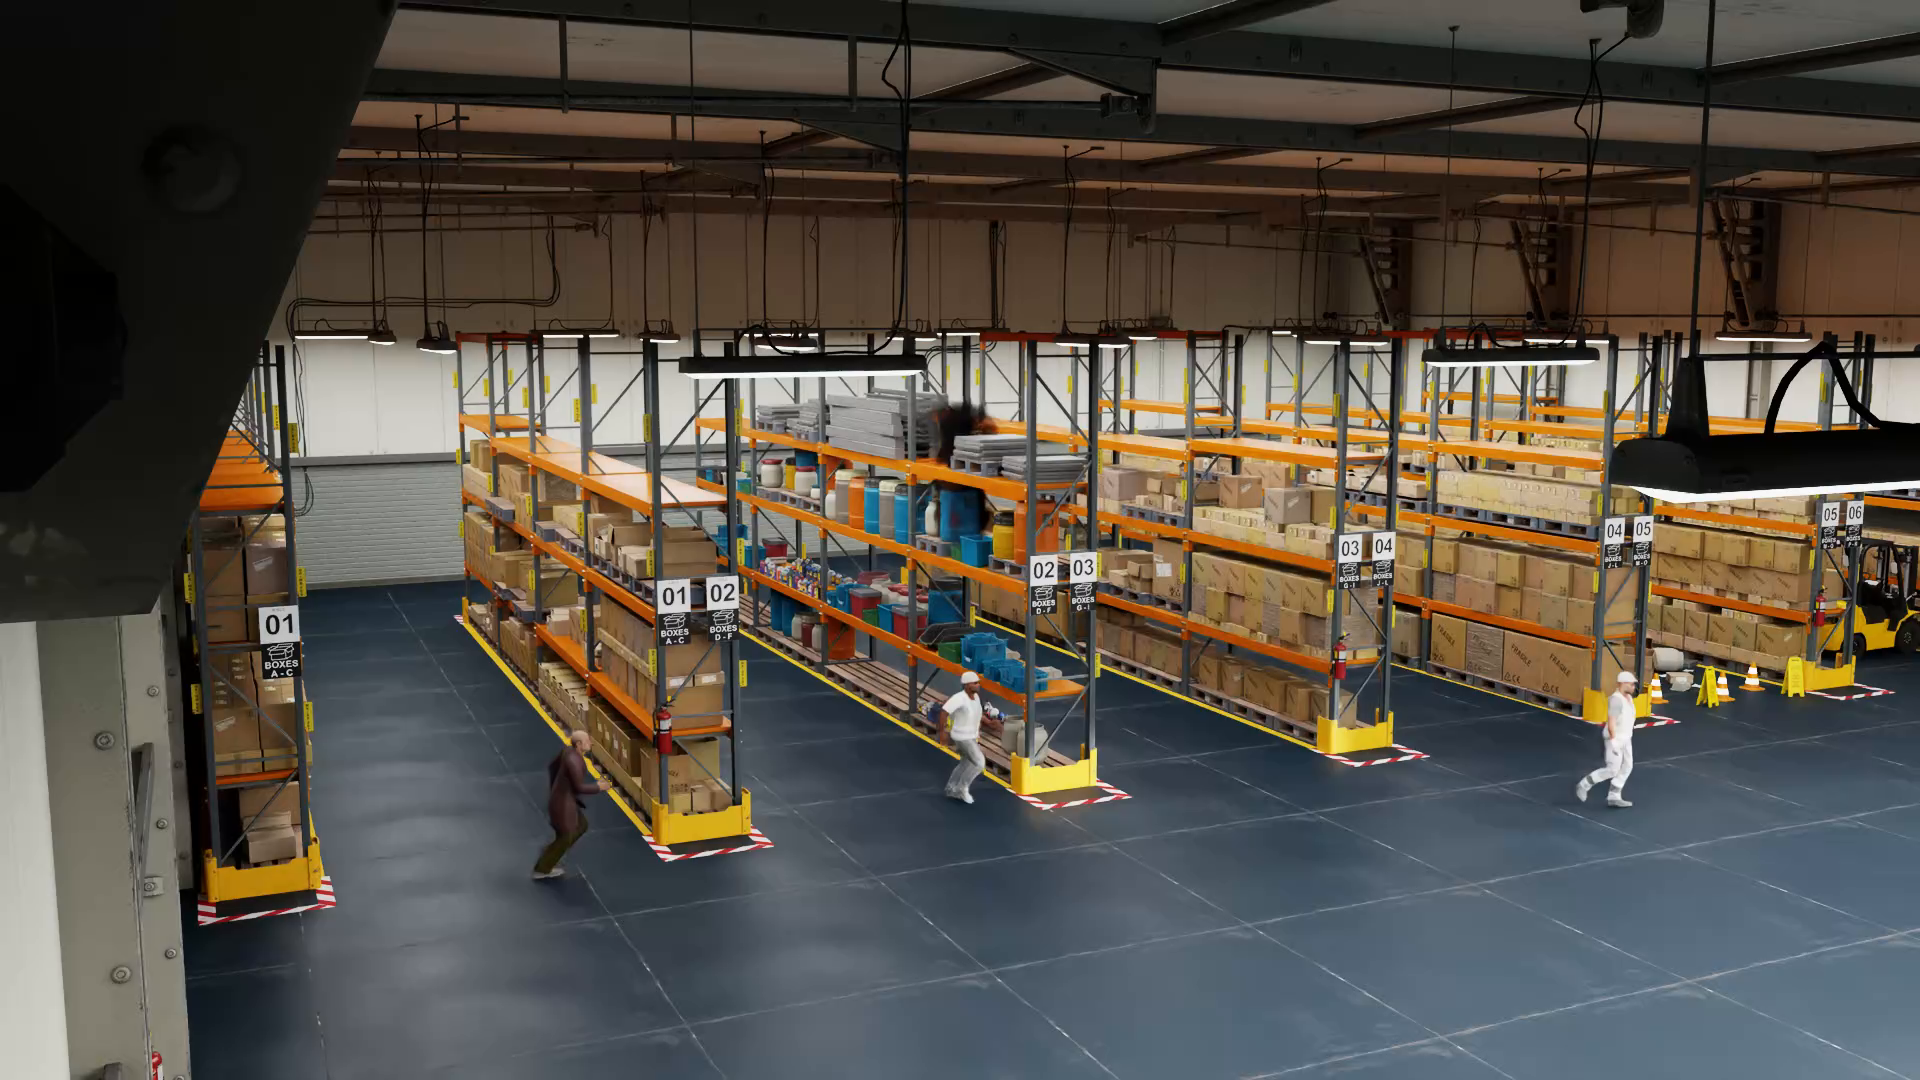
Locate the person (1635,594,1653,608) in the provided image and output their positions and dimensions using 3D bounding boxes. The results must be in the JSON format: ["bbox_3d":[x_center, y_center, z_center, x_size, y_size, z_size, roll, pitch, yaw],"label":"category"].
[{"bbox_3d":[14.681,0.660,36.056,0.658,1.677,0.776,-7,10,-41],"label":"person"}]

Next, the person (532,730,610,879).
[{"bbox_3d":[-4.416,2.976,18.828,0.897,1.673,0.713,-3,8,-19],"label":"person"}]

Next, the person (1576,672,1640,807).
[{"bbox_3d":[8.363,2.566,21.458,0.620,1.762,0.718,7,10,42],"label":"person"}]

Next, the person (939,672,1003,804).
[{"bbox_3d":[0.120,2.571,21.629,0.769,1.741,0.688,3,8,24],"label":"person"}]
